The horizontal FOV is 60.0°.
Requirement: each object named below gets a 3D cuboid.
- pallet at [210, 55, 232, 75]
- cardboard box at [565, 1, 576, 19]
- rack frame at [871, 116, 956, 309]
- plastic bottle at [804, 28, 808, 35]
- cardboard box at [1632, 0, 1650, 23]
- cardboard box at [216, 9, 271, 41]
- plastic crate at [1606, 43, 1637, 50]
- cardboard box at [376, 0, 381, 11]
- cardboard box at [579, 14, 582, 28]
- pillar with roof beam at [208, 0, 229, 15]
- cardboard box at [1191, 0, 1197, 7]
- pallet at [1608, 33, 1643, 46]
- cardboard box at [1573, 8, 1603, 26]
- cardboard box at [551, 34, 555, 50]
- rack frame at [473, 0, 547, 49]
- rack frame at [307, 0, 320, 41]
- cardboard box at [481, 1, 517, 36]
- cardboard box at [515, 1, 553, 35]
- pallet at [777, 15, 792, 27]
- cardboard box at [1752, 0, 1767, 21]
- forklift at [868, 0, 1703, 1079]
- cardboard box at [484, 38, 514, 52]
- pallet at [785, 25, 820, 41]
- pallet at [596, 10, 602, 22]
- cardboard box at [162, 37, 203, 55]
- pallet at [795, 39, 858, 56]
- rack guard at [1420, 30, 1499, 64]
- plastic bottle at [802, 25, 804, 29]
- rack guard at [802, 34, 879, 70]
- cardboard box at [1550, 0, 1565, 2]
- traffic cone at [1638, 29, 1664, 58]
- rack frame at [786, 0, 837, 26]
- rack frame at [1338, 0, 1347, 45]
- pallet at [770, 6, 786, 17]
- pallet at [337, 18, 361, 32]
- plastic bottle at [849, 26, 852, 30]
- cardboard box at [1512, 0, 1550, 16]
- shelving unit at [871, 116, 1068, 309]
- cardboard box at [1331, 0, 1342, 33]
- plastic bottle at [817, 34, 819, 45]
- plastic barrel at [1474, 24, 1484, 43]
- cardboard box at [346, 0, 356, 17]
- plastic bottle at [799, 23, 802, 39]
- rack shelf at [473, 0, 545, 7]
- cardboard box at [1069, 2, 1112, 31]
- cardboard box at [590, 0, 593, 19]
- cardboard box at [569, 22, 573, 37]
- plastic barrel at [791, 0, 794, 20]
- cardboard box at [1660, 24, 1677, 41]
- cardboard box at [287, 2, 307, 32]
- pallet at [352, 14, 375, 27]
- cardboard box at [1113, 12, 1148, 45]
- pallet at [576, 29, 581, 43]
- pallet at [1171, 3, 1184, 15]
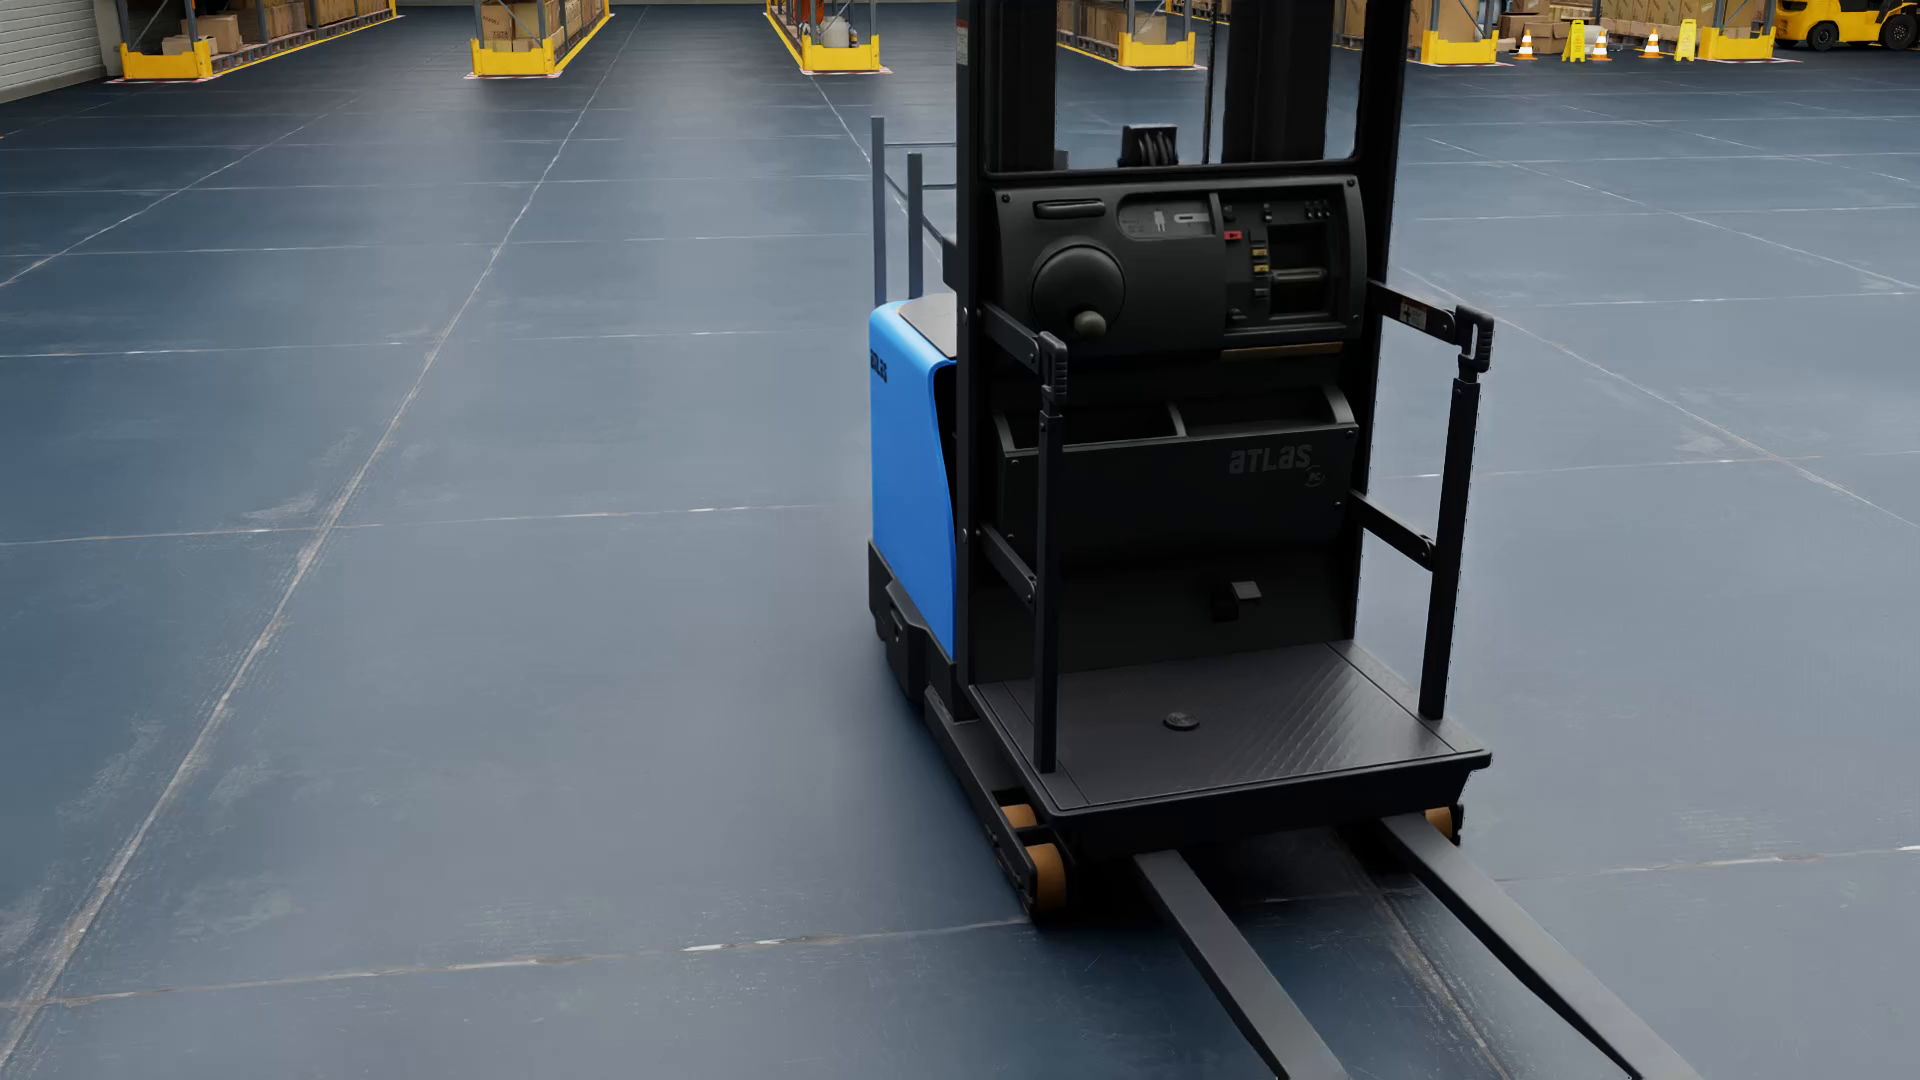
[{"bbox_3d":[-11.680,-7.166,25.101,1.003,0.211,1.213,-3,21,-8],"label":"pallet"},{"bbox_3d":[-7.298,-9.658,30.316,0.500,0.311,0.500,-2,21,-6],"label":"cardboard box"},{"bbox_3d":[-0.075,-0.855,6.361,0.500,1.500,0.032,-3,21,-9],"label":"rack frame"},{"bbox_3d":[-2.517,-8.250,27.270,0.061,0.283,0.133,-2,21,-6],"label":"plastic bottle"},{"bbox_3d":[12.328,-9.475,29.555,0.500,0.500,0.500,-2,21,-5],"label":"cardboard box"},{"bbox_3d":[-12.286,-8.837,28.533,0.700,0.500,0.500,-2,21,-6],"label":"cardboard box"},{"bbox_3d":[11.763,-8.845,29.782,0.402,0.080,0.583,-11,23,-26],"label":"plastic crate"},{"bbox_3d":[-13.621,-12.318,37.882,0.700,0.500,0.500,-3,21,-8],"label":"cardboard box"},{"bbox_3d":[-7.521,-9.923,31.826,0.500,0.250,0.500,-2,21,-6],"label":"cardboard box"},{"bbox_3d":[-9.148,-13.467,29.411,9.100,9.000,0.400,-3,21,-8],"label":"pillar with roof beam"},{"bbox_3d":[5.729,-12.796,39.664,0.380,0.149,0.250,-3,21,-8],"label":"cardboard box"},{"bbox_3d":[12.480,-9.260,30.708,1.003,0.211,1.213,-3,21,-8],"label":"pallet"},{"bbox_3d":[12.270,-9.944,31.710,0.950,0.372,0.625,-3,21,-7],"label":"cardboard box"},{"bbox_3d":[-6.690,-7.866,26.319,0.500,0.250,0.500,-3,21,-8],"label":"cardboard box"},{"bbox_3d":[-6.685,-8.414,24.457,1.000,3.000,0.127,-3,21,-8],"label":"rack frame"},{"bbox_3d":[-12.740,-10.933,31.201,1.000,3.000,0.127,-3,21,-8],"label":"rack frame"},{"bbox_3d":[-7.216,-8.190,26.116,0.500,0.500,0.500,-3,21,-8],"label":"cardboard box"},{"bbox_3d":[-6.701,-8.216,26.186,0.500,0.500,0.500,-3,21,-8],"label":"cardboard box"},{"bbox_3d":[-3.443,-11.242,36.014,1.003,0.211,1.213,-3,21,-8],"label":"pallet"},{"bbox_3d":[16.861,-11.076,34.377,0.875,0.625,0.625,-2,21,-6],"label":"cardboard box"},{"bbox_3d":[0.595,-0.651,3.771,1.130,2.935,3.031,-6,21,-15],"label":"forklift"},{"bbox_3d":[-7.055,-7.494,25.322,0.500,0.250,0.500,-3,21,-8],"label":"cardboard box"},{"bbox_3d":[-2.863,-9.856,32.303,1.003,0.211,1.213,-3,21,-8],"label":"pallet"},{"bbox_3d":[-8.692,-11.924,37.839,1.003,0.211,1.213,-3,21,-8],"label":"pallet"},{"bbox_3d":[-11.597,-7.354,24.832,0.500,0.311,0.500,-5,21,-14],"label":"cardboard box"},{"bbox_3d":[-2.304,-8.507,28.690,1.003,0.211,1.213,-3,21,-8],"label":"pallet"},{"bbox_3d":[8.044,-7.948,26.783,1.175,0.500,0.348,-3,21,-8],"label":"rack guard"},{"bbox_3d":[-2.644,-8.556,28.091,0.061,0.283,0.133,-2,21,-5],"label":"plastic bottle"},{"bbox_3d":[-1.841,-7.516,25.624,1.175,0.500,0.348,-3,21,-8],"label":"rack guard"},{"bbox_3d":[15.524,-14.014,42.419,0.797,0.503,0.637,-4,21,-10],"label":"cardboard box"},{"bbox_3d":[11.586,-8.308,27.798,0.336,0.463,0.334,-3,21,-8],"label":"traffic cone"},{"bbox_3d":[-2.936,-11.433,32.539,1.000,3.000,0.127,-3,21,-8],"label":"rack frame"},{"bbox_3d":[7.464,-10.513,30.076,1.000,3.000,0.127,-3,21,-8],"label":"rack frame"},{"bbox_3d":[-4.009,-12.609,39.673,1.003,0.211,1.213,-3,21,-8],"label":"pallet"},{"bbox_3d":[-13.131,-10.748,34.692,1.003,0.211,1.213,-3,21,-8],"label":"pallet"},{"bbox_3d":[-1.829,-8.458,27.844,0.097,0.271,0.097,0,20,0],"label":"plastic bottle"},{"bbox_3d":[10.591,-9.881,30.874,0.500,0.500,0.500,-3,21,-8],"label":"cardboard box"},{"bbox_3d":[0.005,-0.679,5.891,0.538,1.500,1.048,-3,21,-9],"label":"shelving unit"},{"bbox_3d":[7.286,-9.866,30.959,1.050,0.750,0.750,-3,21,-8],"label":"cardboard box"},{"bbox_3d":[-2.390,-8.321,27.579,0.097,0.201,0.097,0,20,0],"label":"plastic bottle"},{"bbox_3d":[9.146,-8.990,29.682,0.512,0.421,0.421,12,24,30],"label":"plastic barrel"},{"bbox_3d":[-13.094,-11.289,34.627,0.750,0.750,0.750,-3,21,-7],"label":"cardboard box"},{"bbox_3d":[-2.748,-8.843,28.876,0.097,0.271,0.097,0,20,0],"label":"plastic bottle"},{"bbox_3d":[-6.974,-8.770,26.437,1.077,0.370,4.000,-3,21,-8],"label":"rack shelf"},{"bbox_3d":[2.424,-9.712,30.877,0.700,0.500,0.500,-3,21,-8],"label":"cardboard box"},{"bbox_3d":[-7.926,-11.102,34.599,0.500,0.500,0.500,-3,21,-7],"label":"cardboard box"},{"bbox_3d":[-7.147,-9.037,29.454,0.500,0.250,0.500,-2,21,-6],"label":"cardboard box"},{"bbox_3d":[-3.187,-11.059,34.385,0.600,0.588,0.708,-3,21,-8],"label":"plastic barrel"},{"bbox_3d":[12.475,-8.767,28.732,0.500,0.250,0.500,-3,21,-8],"label":"cardboard box"},{"bbox_3d":[-12.585,-9.721,30.901,0.700,0.500,0.500,-3,21,-7],"label":"cardboard box"},{"bbox_3d":[-13.349,-11.279,36.112,1.003,0.211,1.213,-3,21,-8],"label":"pallet"},{"bbox_3d":[2.853,-8.578,27.869,0.500,0.500,0.500,-1,21,-3],"label":"cardboard box"},{"bbox_3d":[-7.758,-9.591,31.593,1.003,0.211,1.213,-3,21,-8],"label":"pallet"},{"bbox_3d":[5.827,-13.052,40.859,1.003,0.211,1.213,-3,21,-8],"label":"pallet"}]
